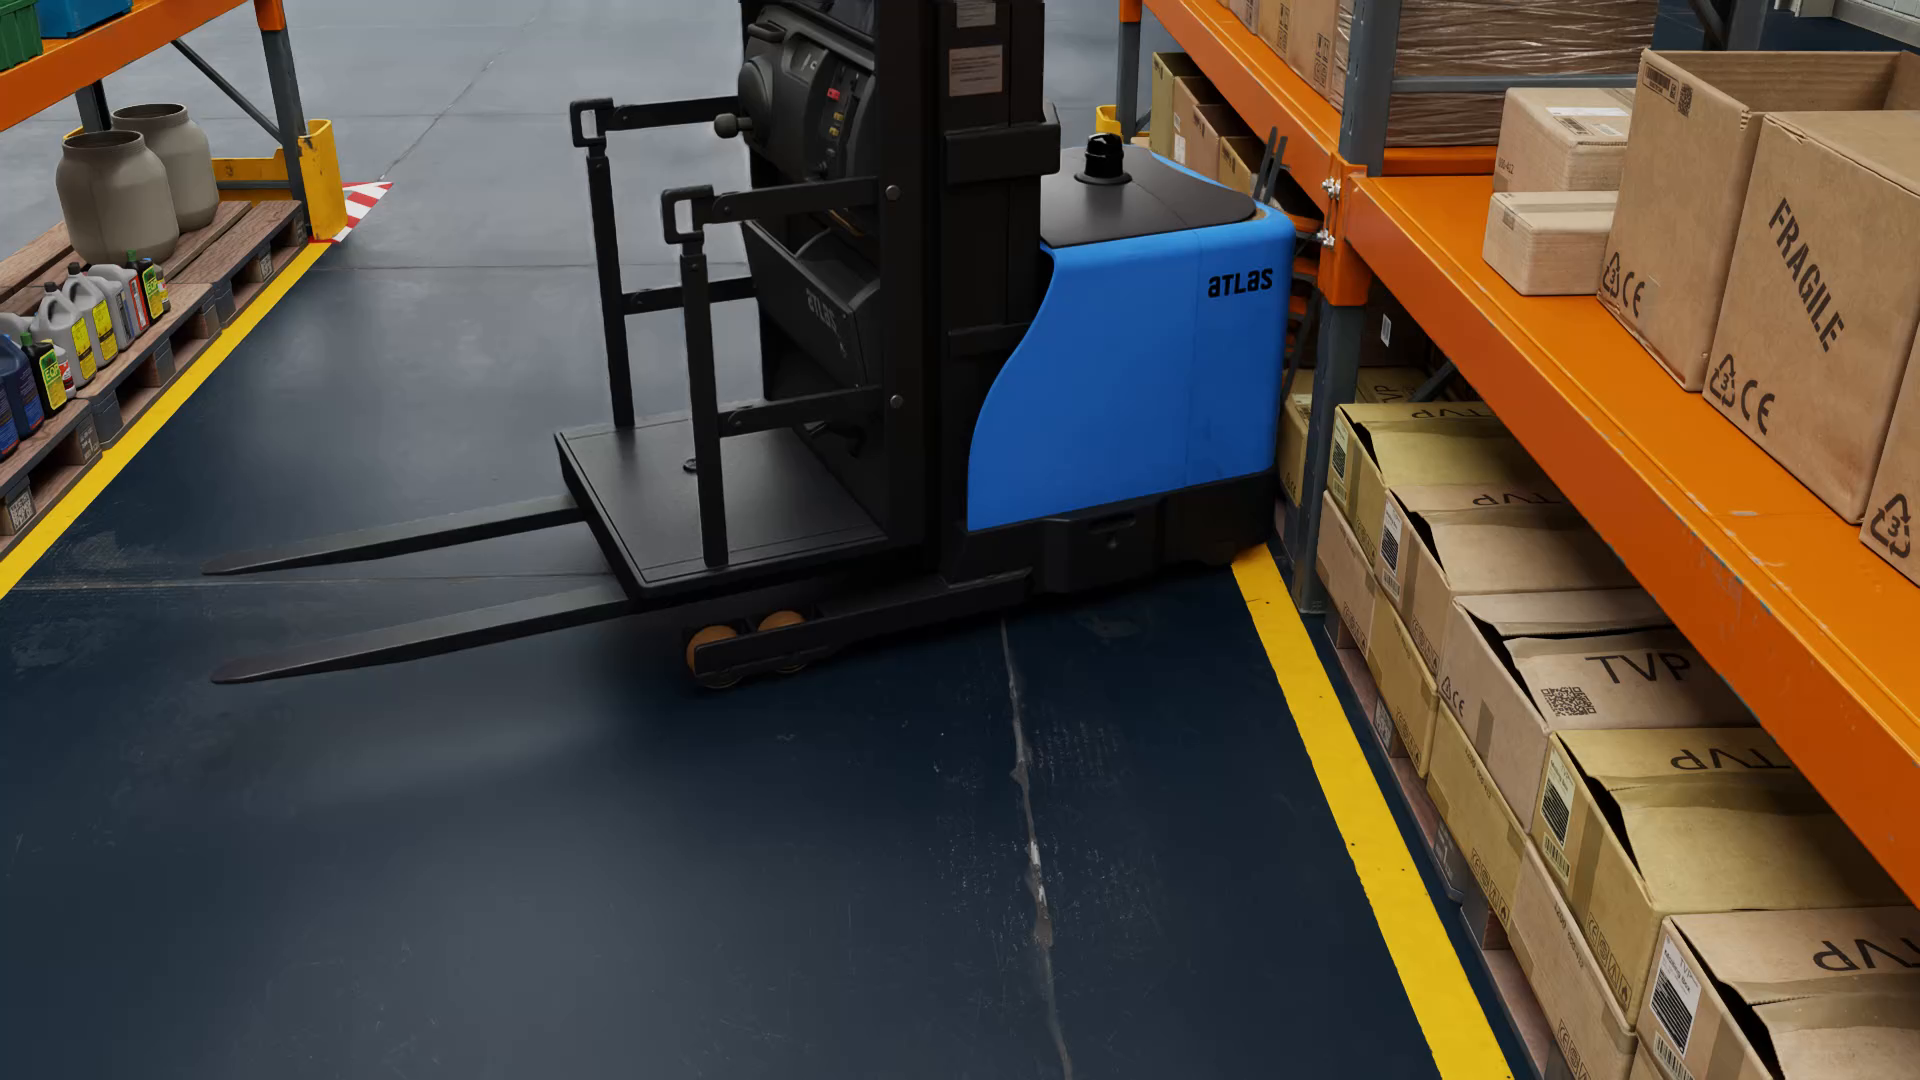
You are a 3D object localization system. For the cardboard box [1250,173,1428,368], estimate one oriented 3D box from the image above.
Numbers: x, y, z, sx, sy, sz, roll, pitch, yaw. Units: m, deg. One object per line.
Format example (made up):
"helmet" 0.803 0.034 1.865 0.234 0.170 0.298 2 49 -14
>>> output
"cardboard box" 1.225 -0.887 5.415 0.500 0.500 0.500 -1 28 -3

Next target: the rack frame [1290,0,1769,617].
"rack frame" 1.482 -1.147 4.206 1.000 3.000 0.127 -1 28 -3

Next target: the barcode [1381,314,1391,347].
"barcode" 1.080 -0.532 4.215 0.001 0.075 0.075 -1 28 -3

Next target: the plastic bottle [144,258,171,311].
"plastic bottle" -3.140 -0.993 6.461 0.097 0.201 0.097 0 28 0

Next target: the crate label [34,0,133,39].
"crate label" -3.307 -2.049 5.896 0.502 0.435 0.616 -1 28 -3

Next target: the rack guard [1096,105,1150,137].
"rack guard" 1.272 -1.897 8.347 1.175 0.500 0.348 -1 28 -3

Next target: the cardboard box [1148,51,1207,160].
"cardboard box" 1.107 -1.810 7.185 0.500 0.500 0.500 -1 28 -3

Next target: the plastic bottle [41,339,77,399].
"plastic bottle" -3.094 -0.585 5.678 0.097 0.201 0.097 0 28 0

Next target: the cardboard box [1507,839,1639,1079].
"cardboard box" 1.337 0.788 3.014 0.500 0.250 0.500 -1 28 -2

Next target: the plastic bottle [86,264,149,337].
"plastic bottle" -3.154 -0.909 6.220 0.152 0.276 0.135 -1 28 -2

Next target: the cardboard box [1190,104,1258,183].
"cardboard box" 1.155 -1.348 6.300 0.500 0.500 0.500 -1 28 -3

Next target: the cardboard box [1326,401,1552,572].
"cardboard box" 1.255 -0.166 4.238 0.500 0.311 0.500 -1 28 -2

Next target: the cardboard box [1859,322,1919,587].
"cardboard box" 1.587 -0.119 2.126 0.500 0.500 0.500 -3 28 -5

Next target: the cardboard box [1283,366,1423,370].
"cardboard box" 1.223 -0.554 5.588 0.500 0.250 0.500 -1 28 -3

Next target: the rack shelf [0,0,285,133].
"rack shelf" -3.569 -1.634 5.917 1.077 0.370 4.000 -1 28 -3

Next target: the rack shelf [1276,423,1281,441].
"rack shelf" 0.857 -0.376 5.205 0.258 0.103 0.180 12 22 -3

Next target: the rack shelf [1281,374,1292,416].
"rack shelf" 0.883 -0.484 5.159 0.258 0.103 0.180 12 22 -3

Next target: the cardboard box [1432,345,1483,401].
"cardboard box" 1.771 -0.668 4.996 0.500 0.500 0.500 -1 28 -3

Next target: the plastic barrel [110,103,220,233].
"plastic barrel" -3.563 -1.658 7.421 0.421 0.512 0.421 0 28 0

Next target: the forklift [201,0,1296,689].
"forklift" -0.597 -1.177 4.337 3.031 2.935 1.130 -12 30 -21

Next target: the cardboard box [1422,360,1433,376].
"cardboard box" 1.740 -0.567 5.612 0.500 0.250 0.500 -1 28 -3

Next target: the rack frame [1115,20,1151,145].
"rack frame" 1.273 -2.994 7.748 1.000 3.000 0.127 -1 28 -3

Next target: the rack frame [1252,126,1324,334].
"rack frame" 0.921 -0.667 5.181 0.240 1.200 0.006 12 22 -3

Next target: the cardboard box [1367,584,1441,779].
"cardboard box" 1.281 0.314 3.923 0.500 0.250 0.500 -1 28 -1

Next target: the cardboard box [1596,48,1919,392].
"cardboard box" 1.534 -0.593 3.036 0.500 0.500 0.500 1 28 1

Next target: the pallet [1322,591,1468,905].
"pallet" 1.560 0.428 4.200 1.003 0.211 1.213 -1 28 -3

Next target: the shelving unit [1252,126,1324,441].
"shelving unit" 0.917 -0.632 5.096 0.258 1.200 0.189 12 22 -3

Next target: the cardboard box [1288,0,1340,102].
"cardboard box" 1.419 -1.640 5.042 0.700 0.500 0.500 -2 28 -3

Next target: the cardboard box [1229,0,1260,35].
"cardboard box" 1.369 -2.108 5.940 0.700 0.500 0.500 -1 28 -1

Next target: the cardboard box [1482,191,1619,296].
"cardboard box" 1.324 -0.622 3.470 0.380 0.149 0.250 -1 28 -3

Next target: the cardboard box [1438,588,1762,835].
"cardboard box" 1.304 0.304 3.336 0.500 0.311 0.500 -2 28 -4

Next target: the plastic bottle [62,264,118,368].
"plastic bottle" -3.134 -0.802 5.933 0.144 0.351 0.185 0 28 -1

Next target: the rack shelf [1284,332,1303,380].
"rack shelf" 0.908 -0.592 5.113 0.258 0.103 0.180 12 22 -3

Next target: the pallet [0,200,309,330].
"pallet" -3.585 -1.231 7.382 1.003 0.211 1.213 -1 28 -3

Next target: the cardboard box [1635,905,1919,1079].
"cardboard box" 1.361 0.775 2.433 0.500 0.311 0.500 -2 28 -3

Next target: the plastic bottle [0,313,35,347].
"plastic bottle" -3.271 -0.668 5.756 0.152 0.276 0.135 -1 28 -3

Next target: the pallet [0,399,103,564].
"pallet" -3.458 -0.104 5.221 1.003 0.211 1.213 -1 28 -3

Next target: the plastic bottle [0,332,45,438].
"plastic bottle" -3.102 -0.520 5.392 0.144 0.351 0.185 -3 28 -5

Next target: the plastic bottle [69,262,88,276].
"plastic bottle" -3.260 -0.910 6.212 0.061 0.283 0.133 -1 28 -3
